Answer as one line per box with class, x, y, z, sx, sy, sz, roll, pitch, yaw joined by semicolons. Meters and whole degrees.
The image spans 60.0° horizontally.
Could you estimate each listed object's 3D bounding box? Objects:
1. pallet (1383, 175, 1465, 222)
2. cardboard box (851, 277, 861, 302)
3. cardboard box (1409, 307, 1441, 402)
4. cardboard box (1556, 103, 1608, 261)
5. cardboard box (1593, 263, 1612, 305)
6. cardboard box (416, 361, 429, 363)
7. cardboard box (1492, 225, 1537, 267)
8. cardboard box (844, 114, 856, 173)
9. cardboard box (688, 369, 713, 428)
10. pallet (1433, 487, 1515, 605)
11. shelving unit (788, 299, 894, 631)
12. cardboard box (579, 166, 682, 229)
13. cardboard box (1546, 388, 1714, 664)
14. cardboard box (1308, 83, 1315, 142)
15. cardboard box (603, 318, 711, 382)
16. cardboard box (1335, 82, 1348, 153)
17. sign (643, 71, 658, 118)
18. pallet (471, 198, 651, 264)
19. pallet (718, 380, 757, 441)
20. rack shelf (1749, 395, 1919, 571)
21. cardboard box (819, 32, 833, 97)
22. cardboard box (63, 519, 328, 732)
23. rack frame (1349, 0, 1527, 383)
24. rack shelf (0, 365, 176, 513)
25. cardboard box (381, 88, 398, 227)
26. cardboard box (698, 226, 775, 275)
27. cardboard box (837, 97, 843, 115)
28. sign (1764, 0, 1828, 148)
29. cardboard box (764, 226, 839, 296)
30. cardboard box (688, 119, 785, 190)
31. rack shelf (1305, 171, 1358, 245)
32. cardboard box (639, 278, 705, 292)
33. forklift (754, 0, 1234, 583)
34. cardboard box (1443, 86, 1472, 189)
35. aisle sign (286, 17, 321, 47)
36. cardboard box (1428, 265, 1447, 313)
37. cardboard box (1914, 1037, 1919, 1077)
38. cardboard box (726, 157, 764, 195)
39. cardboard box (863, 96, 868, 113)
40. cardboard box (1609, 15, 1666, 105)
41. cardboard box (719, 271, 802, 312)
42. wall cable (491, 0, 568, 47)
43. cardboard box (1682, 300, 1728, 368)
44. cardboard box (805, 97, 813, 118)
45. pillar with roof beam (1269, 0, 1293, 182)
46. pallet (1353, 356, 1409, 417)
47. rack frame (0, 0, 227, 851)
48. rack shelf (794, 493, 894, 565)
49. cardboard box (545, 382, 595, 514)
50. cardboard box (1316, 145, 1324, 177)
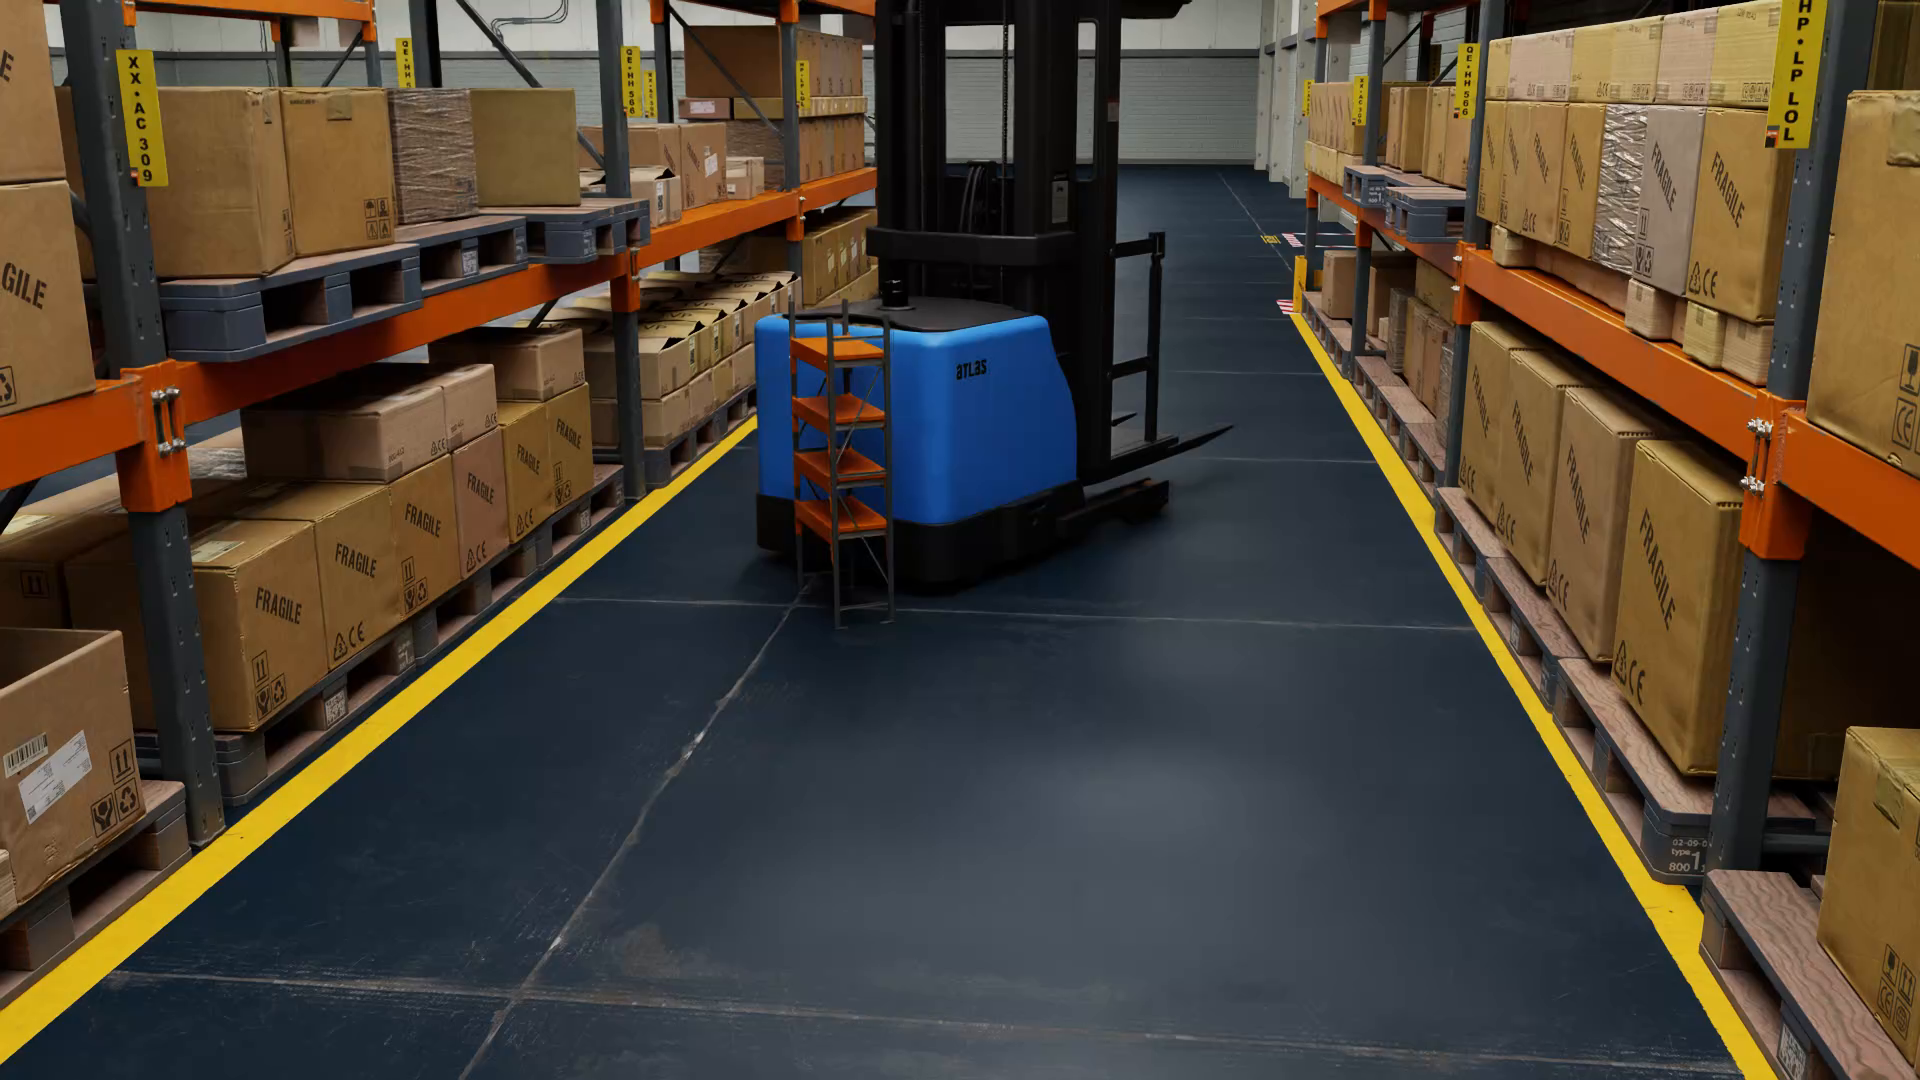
pallet;3.002;-1.947;9.484;1.003;0.211;1.213;2;15;6
cardboard box;-1.125;-2.083;14.083;0.500;0.250;0.500;2;15;6
cardboard box;3.098;-1.110;9.968;0.700;0.500;0.500;2;15;7
cardboard box;2.334;-1.209;5.586;0.500;0.500;0.500;2;15;8
cardboard box;2.353;-0.869;5.572;0.380;0.149;0.250;2;15;8
cardboard box;-2.439;-0.566;7.956;0.500;0.500;0.500;2;15;9
cardboard box;2.401;-1.204;6.809;0.380;0.149;0.250;2;15;8
cardboard box;-1.321;-3.536;14.802;0.700;0.500;0.500;2;15;8
cardboard box;-1.697;-0.803;9.349;0.500;0.250;0.500;1;15;5
pallet;2.655;0.023;7.172;1.003;0.211;1.213;2;15;6
shelving unit;-0.463;-0.305;6.485;0.258;1.200;0.503;-6;17;-21
cardboard box;-1.810;-1.853;8.941;0.500;0.311;0.500;2;15;6
cardboard box;2.409;-0.056;5.436;0.750;0.750;0.750;2;15;8
cardboard box;3.369;-3.784;14.723;0.500;0.500;0.500;2;15;6
cardboard box;-1.702;-1.080;9.298;0.500;0.311;0.500;1;15;5
cardboard box;3.067;-3.123;12.278;0.500;0.500;0.500;2;15;6
sign;-2.204;-3.180;11.865;0.100;0.325;0.005;2;15;6
pallet;-2.110;-1.400;7.459;1.213;0.211;1.003;2;15;6
pallet;-1.832;-0.852;10.408;1.003;0.211;1.213;2;15;6
rack shelf;2.142;0.378;1.895;1.077;0.370;4.000;2;15;6
cardboard box;-1.438;-3.888;13.617;0.700;0.500;0.500;2;15;6
cardboard box;-2.258;0.243;4.962;0.500;0.500;0.500;1;15;4
rack frame;3.270;-2.563;11.393;1.000;3.000;0.127;2;15;6
rack shelf;-2.780;0.233;2.431;1.077;0.370;4.000;2;15;6
cardboard box;-2.417;-1.344;5.889;0.700;0.500;0.500;-2;15;-8
cardboard box;-1.749;-2.201;13.082;0.500;0.500;0.500;2;15;6
cardboard box;-1.199;-3.666;14.038;0.380;0.149;0.250;2;15;8
sign;1.827;-1.022;3.629;0.100;0.325;0.005;2;15;6
cardboard box;-1.240;-2.186;13.026;0.500;0.500;0.500;2;15;6
cardboard box;-1.608;-2.871;12.342;0.700;0.500;0.500;1;15;5
rack shelf;3.496;-2.734;13.405;1.077;0.370;4.000;2;15;6
cardboard box;-2.008;-1.624;11.311;0.500;0.311;0.500;2;15;6
forklift;0.368;-1.565;7.833;1.130;2.935;3.031;10;18;34
cardboard box;2.898;-2.054;8.477;0.700;0.500;0.500;0;15;1
aisle sign;-6.405;-5.174;16.070;0.394;0.787;0.004;2;15;6
cardboard box;3.103;-1.490;9.934;0.500;0.250;0.500;1;15;5
cardboard box;2.121;0.837;2.803;0.700;0.500;0.500;2;15;6
cardboard box;-1.664;-2.506;11.471;0.500;0.250;0.500;3;15;10
cardboard box;-1.054;-4.002;15.281;0.380;0.149;0.250;1;15;5
cardboard box;2.291;-1.445;5.022;0.500;0.250;0.500;2;15;7
cardboard box;-1.413;-1.740;11.740;0.500;0.311;0.500;2;15;6
wall cable;-12.334;-17.081;47.075;2.305;6.003;0.169;2;15;6
cardboard box;2.130;-0.538;4.349;0.380;0.149;0.250;2;15;7
cardboard box;-1.345;-3.333;12.808;0.380;0.149;0.250;2;15;6
pillar with roof beam;2.933;-12.641;37.170;9.100;9.000;0.400;2;15;6
pallet;3.184;-1.015;11.010;1.003;0.211;1.213;2;15;6
rack frame;-2.555;-0.633;4.256;1.000;3.000;0.127;2;15;6
rack shelf;-0.462;-0.049;6.556;0.258;0.148;0.480;-6;17;-21
cardboard box;-1.976;-0.426;7.438;0.500;0.500;0.500;2;15;8
cardboard box;3.243;-3.153;13.825;0.500;0.250;0.500;1;15;5
